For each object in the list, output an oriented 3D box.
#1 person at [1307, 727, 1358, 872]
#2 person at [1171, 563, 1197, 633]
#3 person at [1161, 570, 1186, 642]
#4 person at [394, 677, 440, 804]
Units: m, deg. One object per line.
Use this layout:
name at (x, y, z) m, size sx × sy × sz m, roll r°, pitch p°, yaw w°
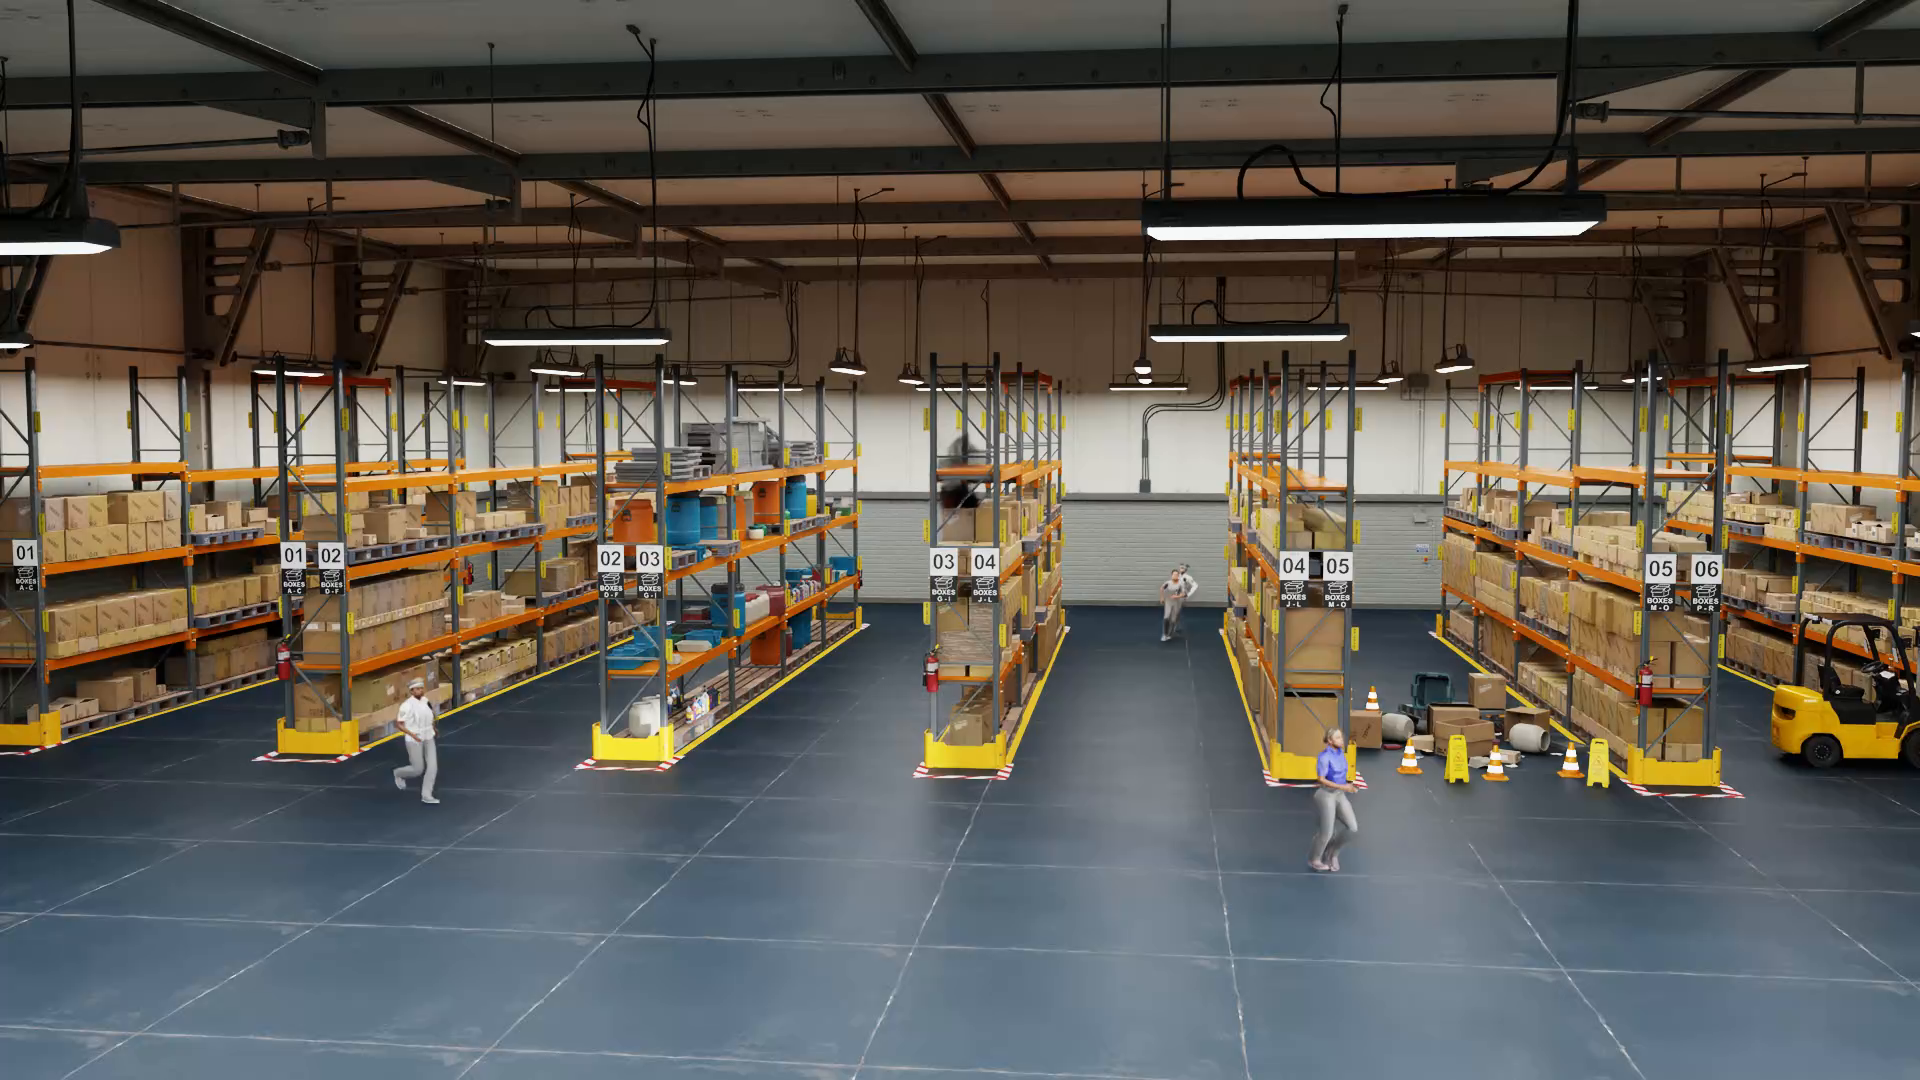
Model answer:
person at (4.165, 2.888, 18.426) m, size 0.593 × 1.657 × 0.654 m, roll -4°, pitch 5°, yaw -42°
person at (5.266, 1.377, 39.633) m, size 0.695 × 1.688 × 0.604 m, roll 3°, pitch 5°, yaw 37°
person at (4.857, 1.493, 37.919) m, size 0.561 × 1.640 × 0.639 m, roll 0°, pitch 4°, yaw 6°
person at (-7.134, 2.630, 21.943) m, size 0.768 × 1.660 × 0.593 m, roll 3°, pitch 5°, yaw 34°
